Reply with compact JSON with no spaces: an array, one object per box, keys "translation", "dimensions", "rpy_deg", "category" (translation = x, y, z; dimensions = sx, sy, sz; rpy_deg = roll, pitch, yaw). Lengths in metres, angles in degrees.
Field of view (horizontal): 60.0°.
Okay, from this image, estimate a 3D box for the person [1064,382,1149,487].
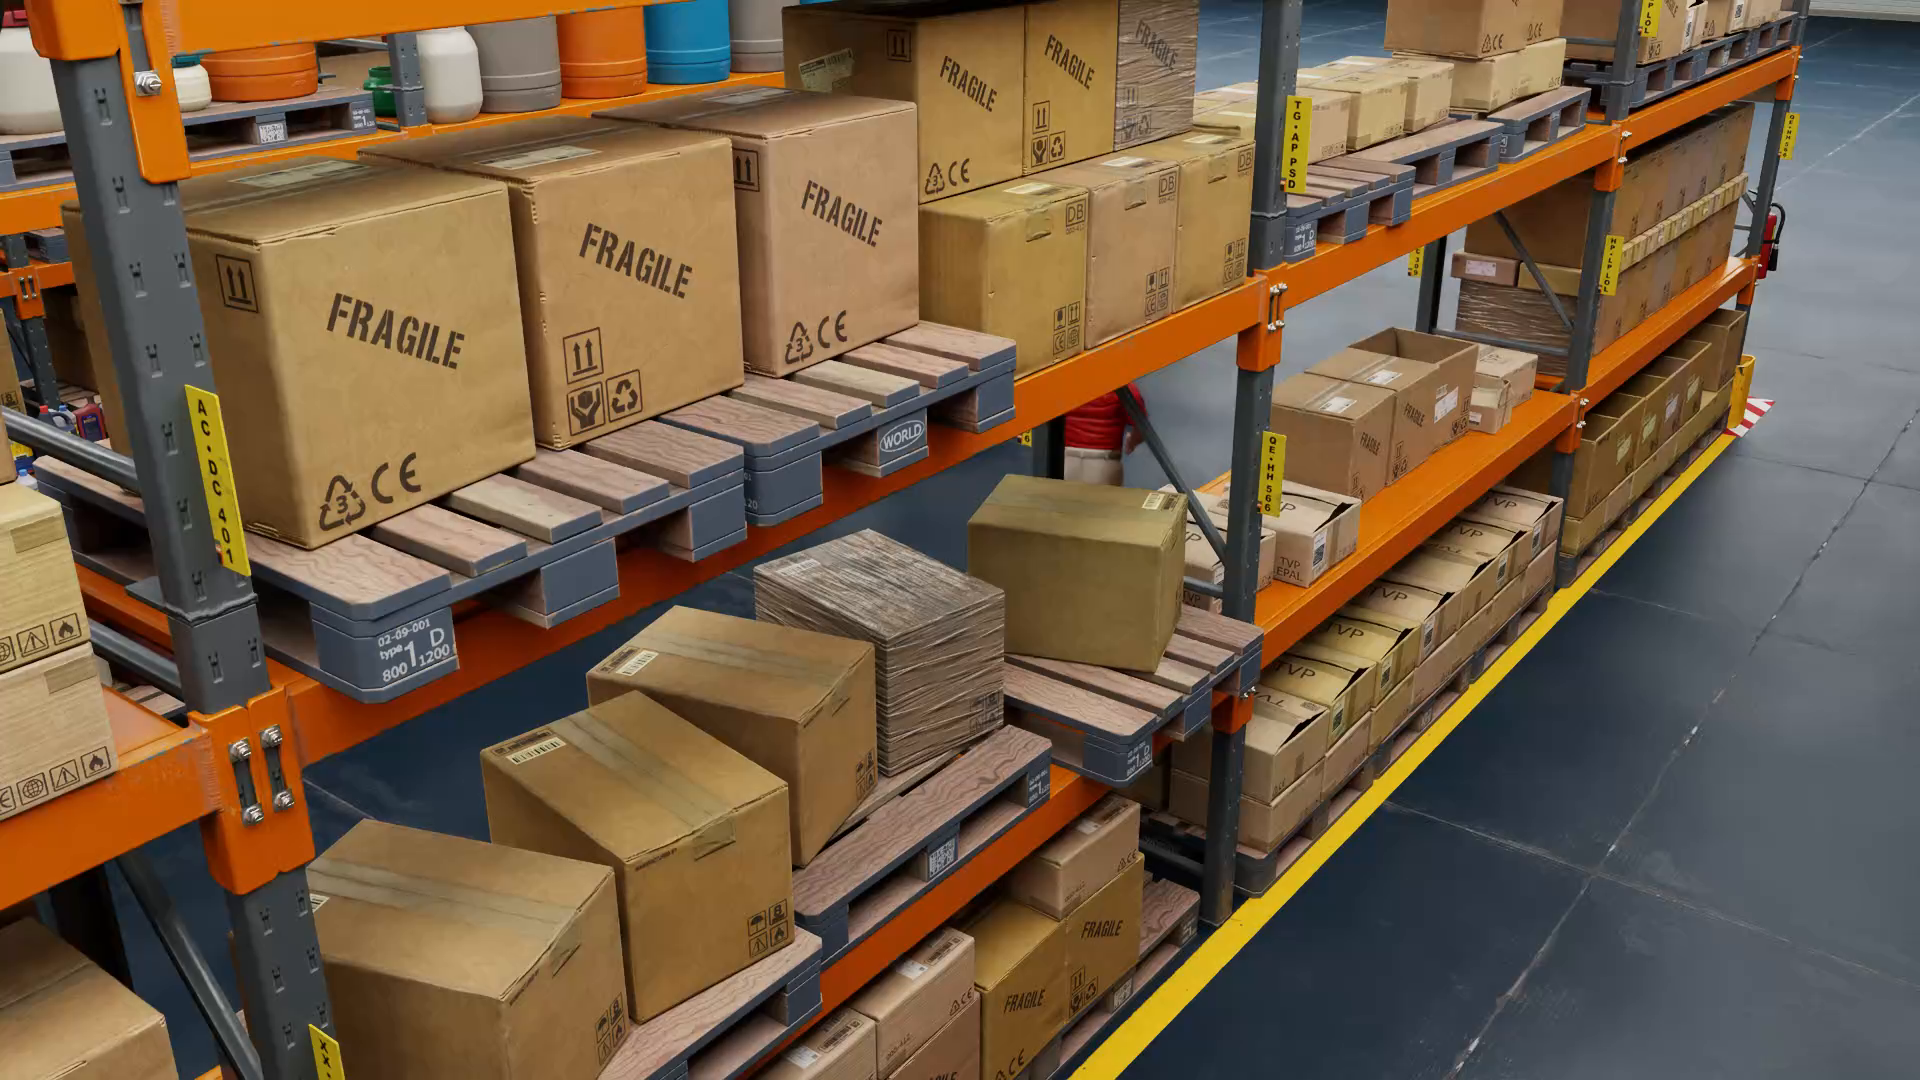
[{"translation":[0.713,-0.383,9.544],"dimensions":[0.696,1.671,0.815],"rpy_deg":[9,25,20],"category":"person"}]
